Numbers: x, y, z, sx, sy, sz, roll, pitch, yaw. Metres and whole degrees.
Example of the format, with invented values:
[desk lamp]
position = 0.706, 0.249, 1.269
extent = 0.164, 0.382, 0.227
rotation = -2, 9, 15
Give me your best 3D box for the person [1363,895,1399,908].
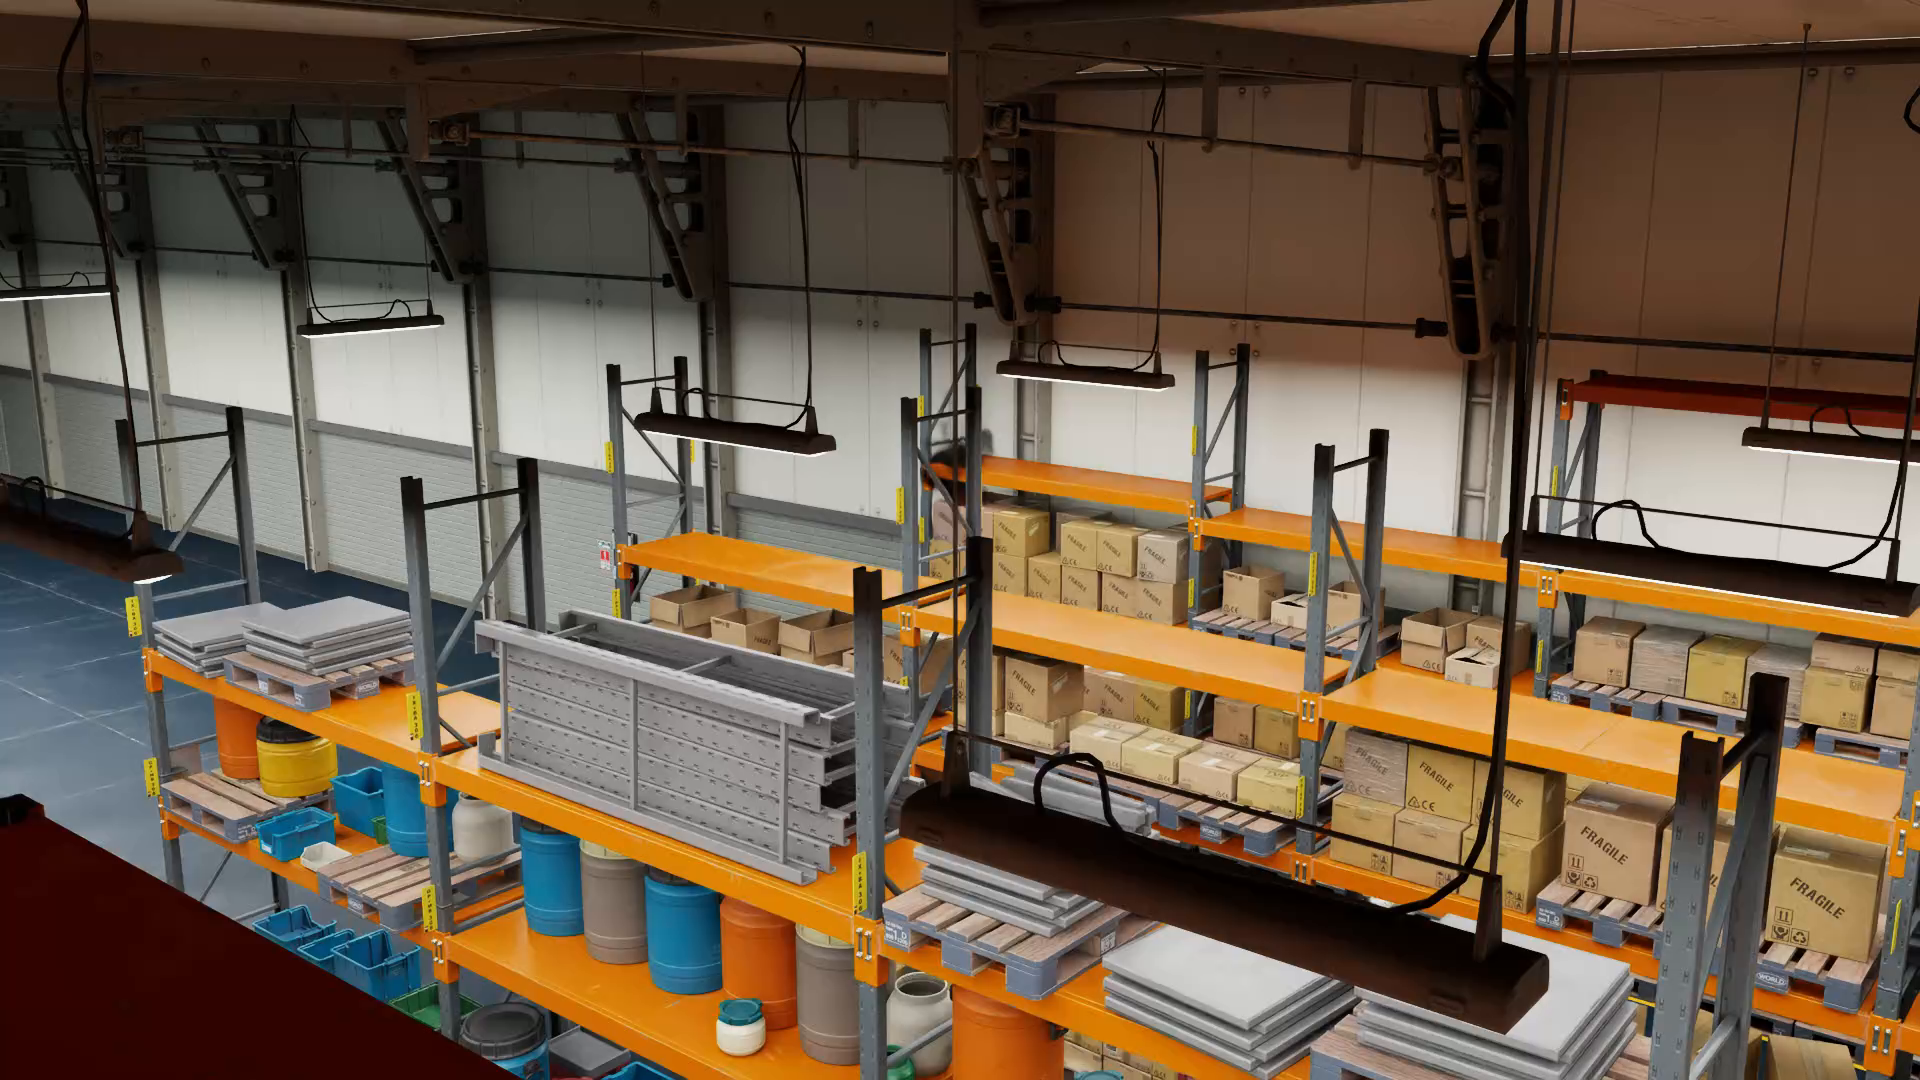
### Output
[person]
position = 3.957, 3.780, 15.720
extent = 0.708, 1.727, 0.586
rotation = 6, 14, 25
